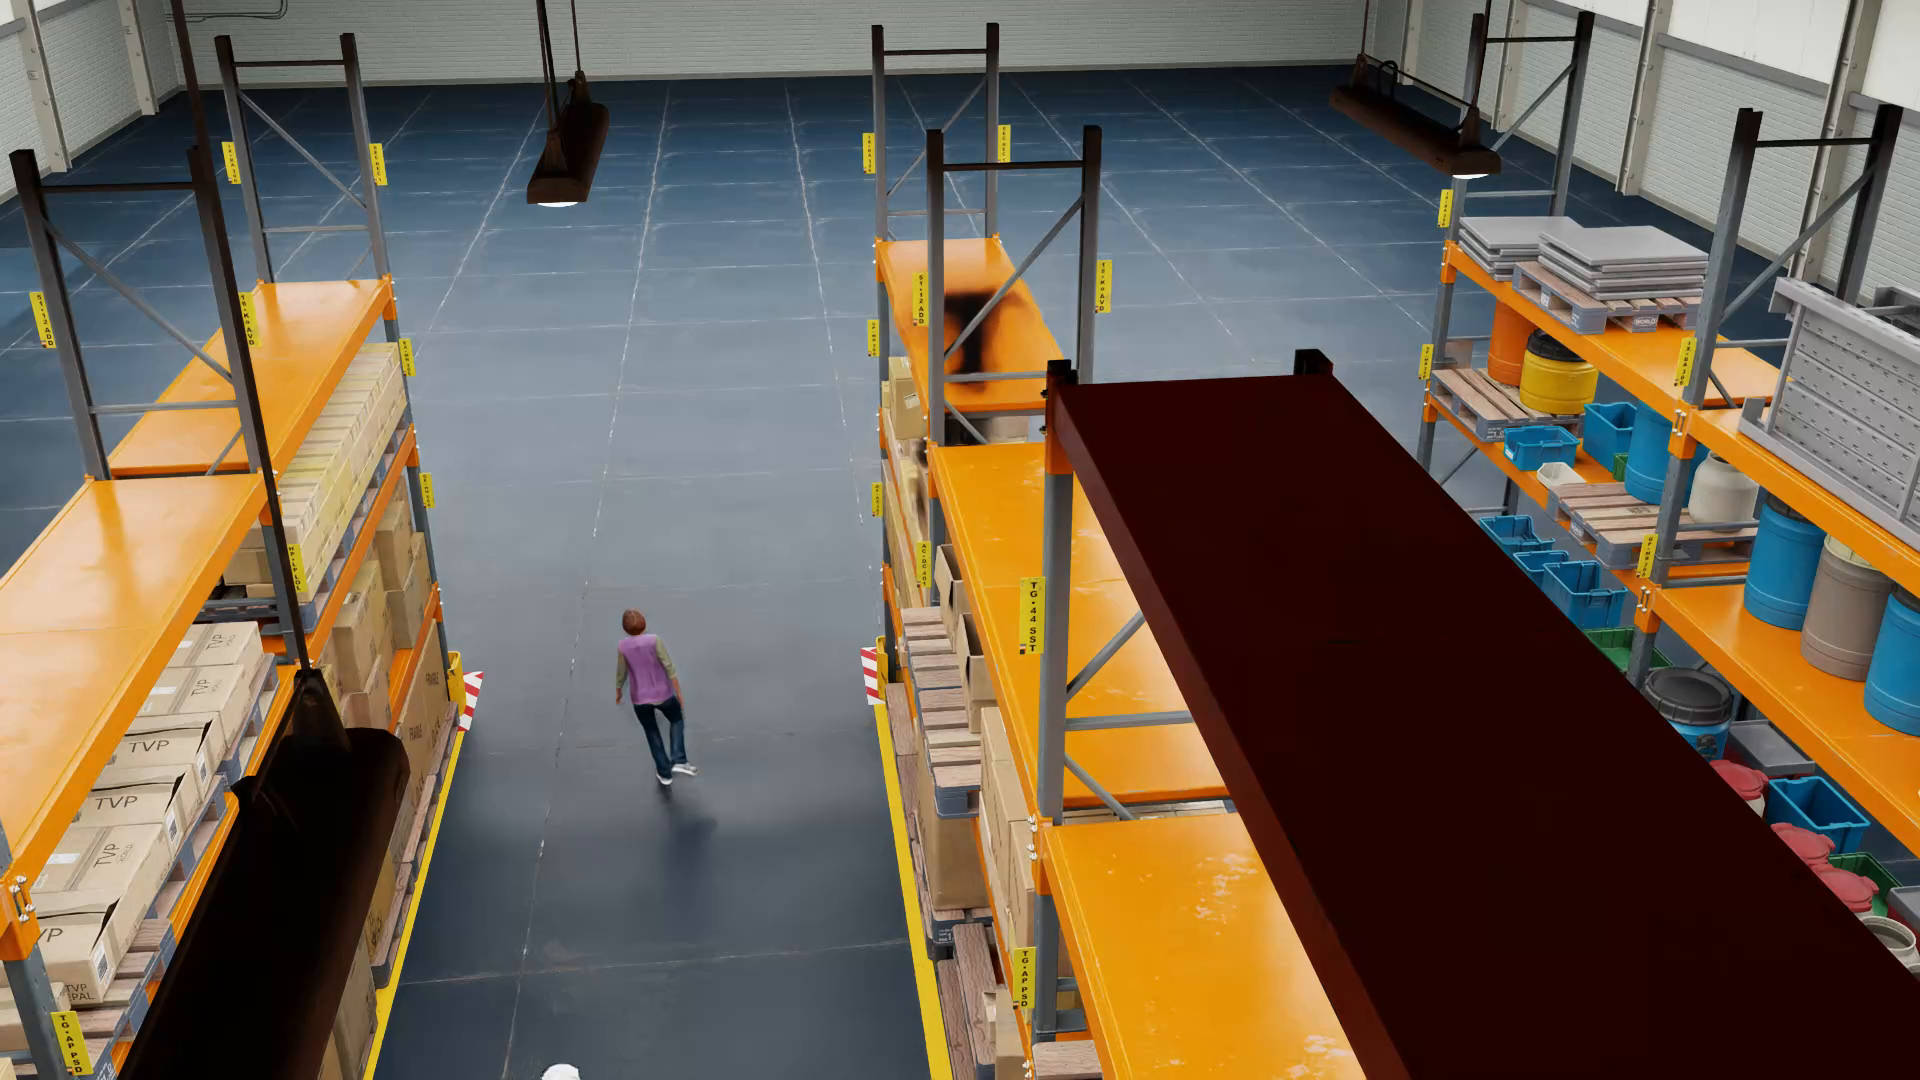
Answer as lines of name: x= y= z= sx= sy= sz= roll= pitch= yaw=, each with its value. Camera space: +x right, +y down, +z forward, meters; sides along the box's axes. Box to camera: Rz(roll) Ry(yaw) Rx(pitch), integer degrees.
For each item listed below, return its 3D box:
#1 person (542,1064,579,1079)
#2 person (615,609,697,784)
person: x=-2.074 y=3.518 z=9.014 sx=0.624 sy=1.734 sz=0.725 roll=-7 pitch=26 yaw=-15
person: x=-2.574 y=1.334 z=13.923 sx=0.650 sy=1.522 sz=0.579 roll=-3 pitch=26 yaw=-7
